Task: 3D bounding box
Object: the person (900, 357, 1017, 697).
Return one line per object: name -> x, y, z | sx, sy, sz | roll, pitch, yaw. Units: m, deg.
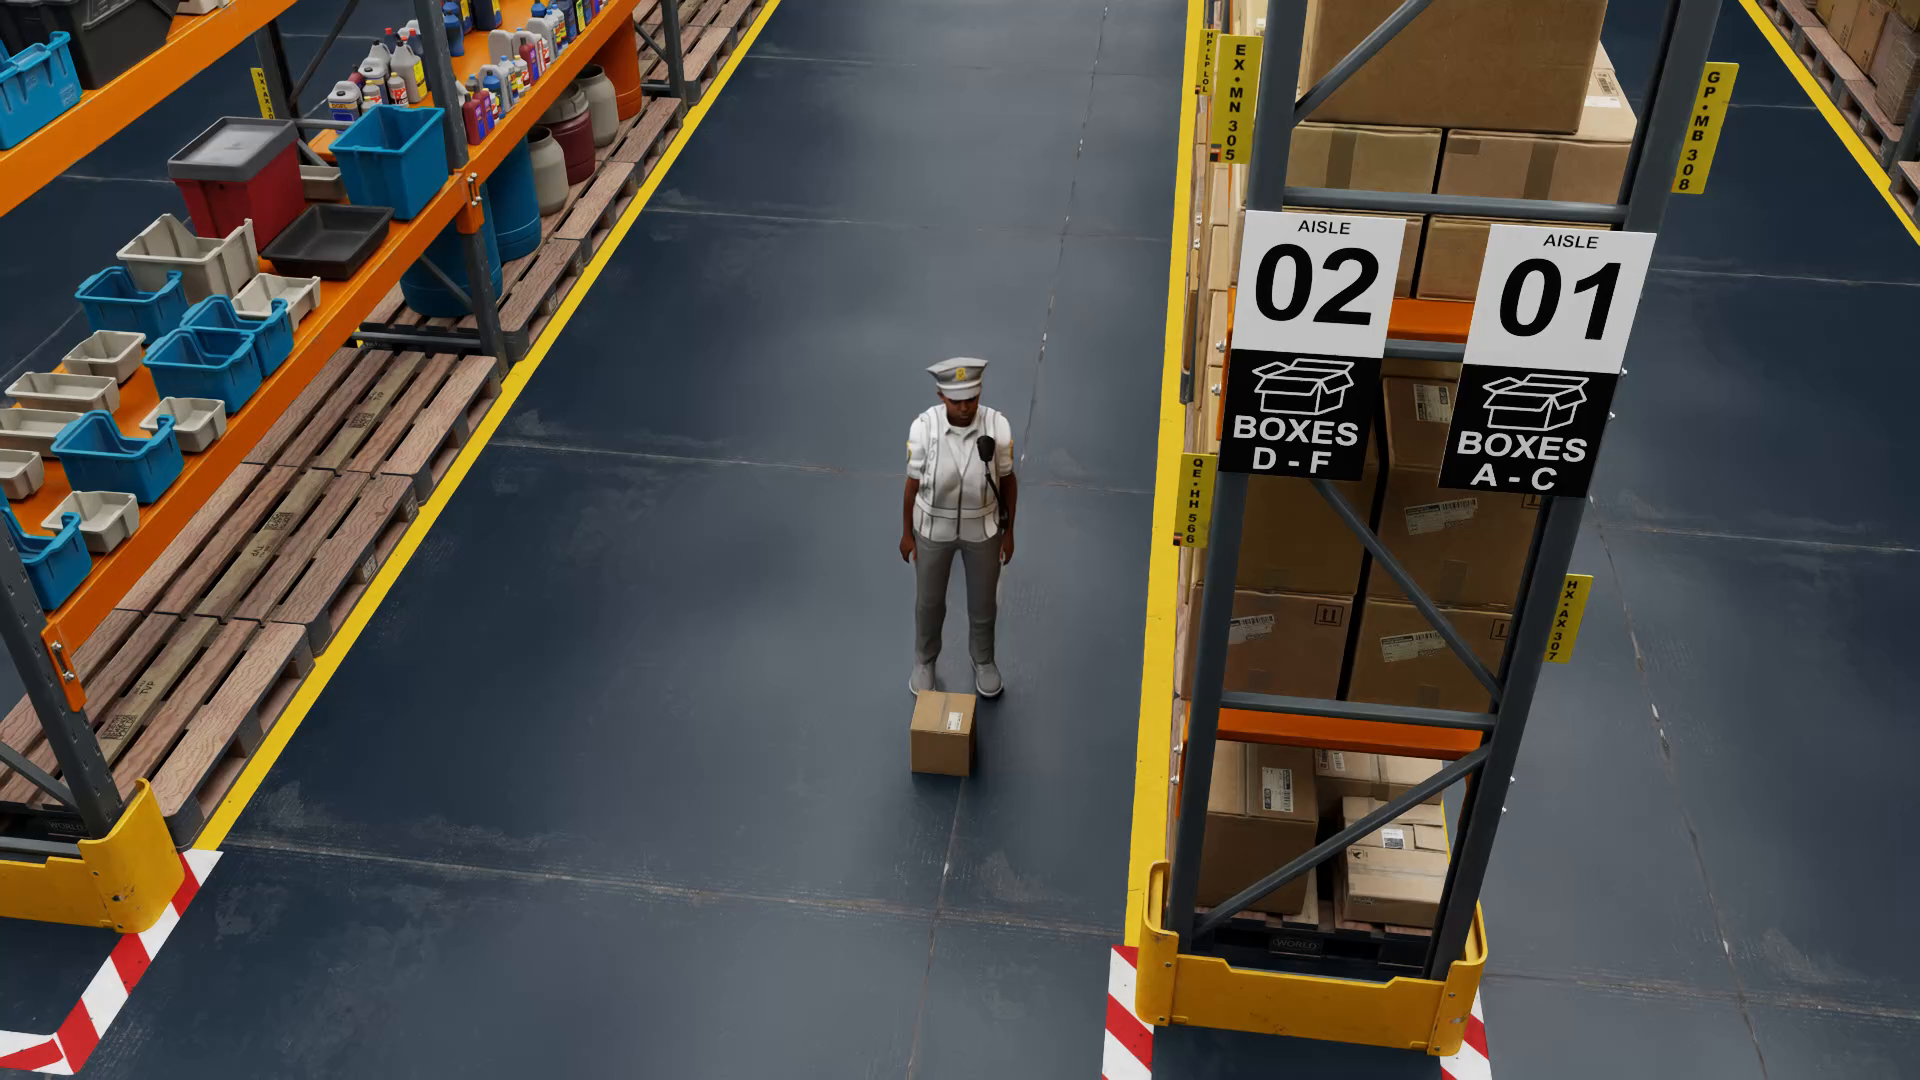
person -> -0.010, -0.041, 7.041 | 0.499, 1.686, 0.346 | 0, 36, 0
